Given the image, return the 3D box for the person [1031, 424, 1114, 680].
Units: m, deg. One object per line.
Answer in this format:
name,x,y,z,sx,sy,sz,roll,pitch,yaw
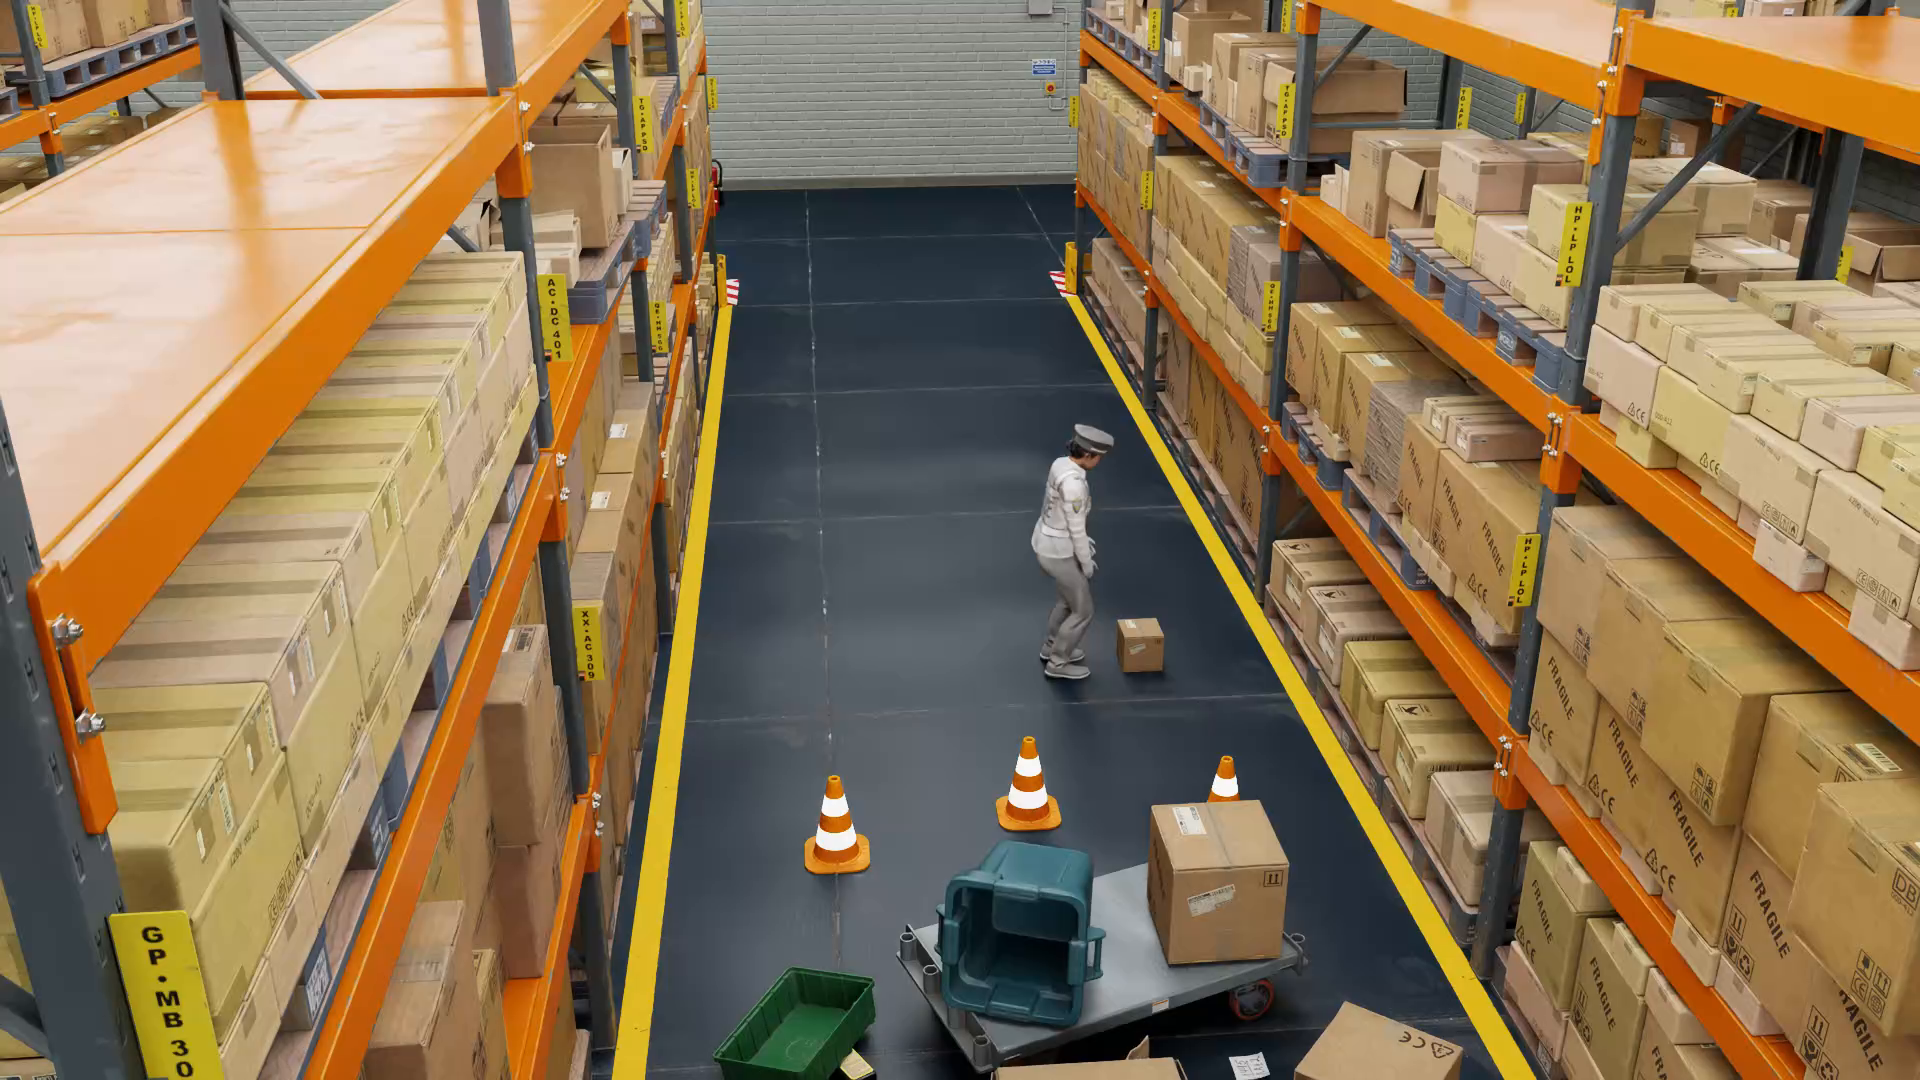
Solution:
person,0.683,0.063,10.252,0.485,1.604,0.508,-2,24,-4
